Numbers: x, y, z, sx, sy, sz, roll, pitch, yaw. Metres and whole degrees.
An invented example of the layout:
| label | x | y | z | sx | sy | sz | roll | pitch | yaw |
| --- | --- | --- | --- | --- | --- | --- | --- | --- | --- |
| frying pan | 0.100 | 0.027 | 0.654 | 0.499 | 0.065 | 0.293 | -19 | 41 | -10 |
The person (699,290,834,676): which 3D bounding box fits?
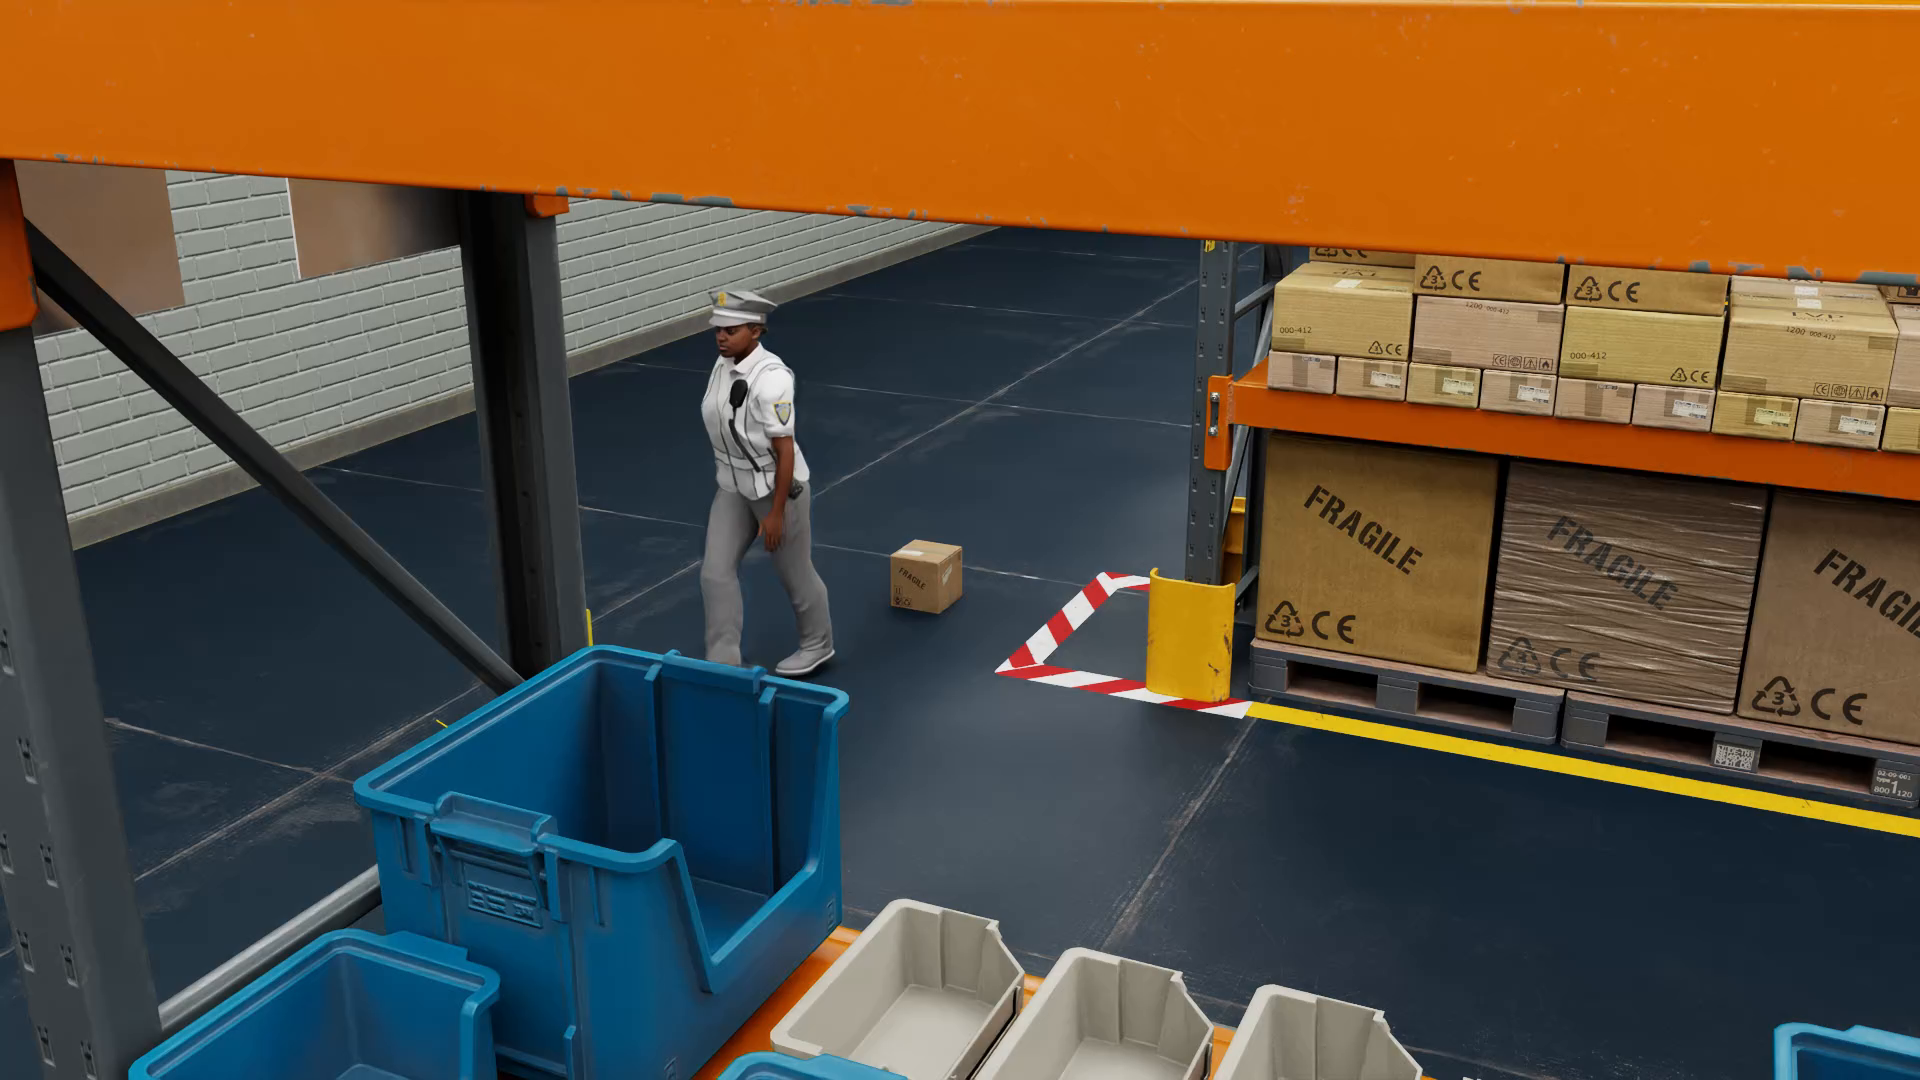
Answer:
| label | x | y | z | sx | sy | sz | roll | pitch | yaw |
| --- | --- | --- | --- | --- | --- | --- | --- | --- | --- |
| person | -0.785 | -0.169 | 6.565 | 0.476 | 1.701 | 0.697 | 16 | 25 | 39 |
